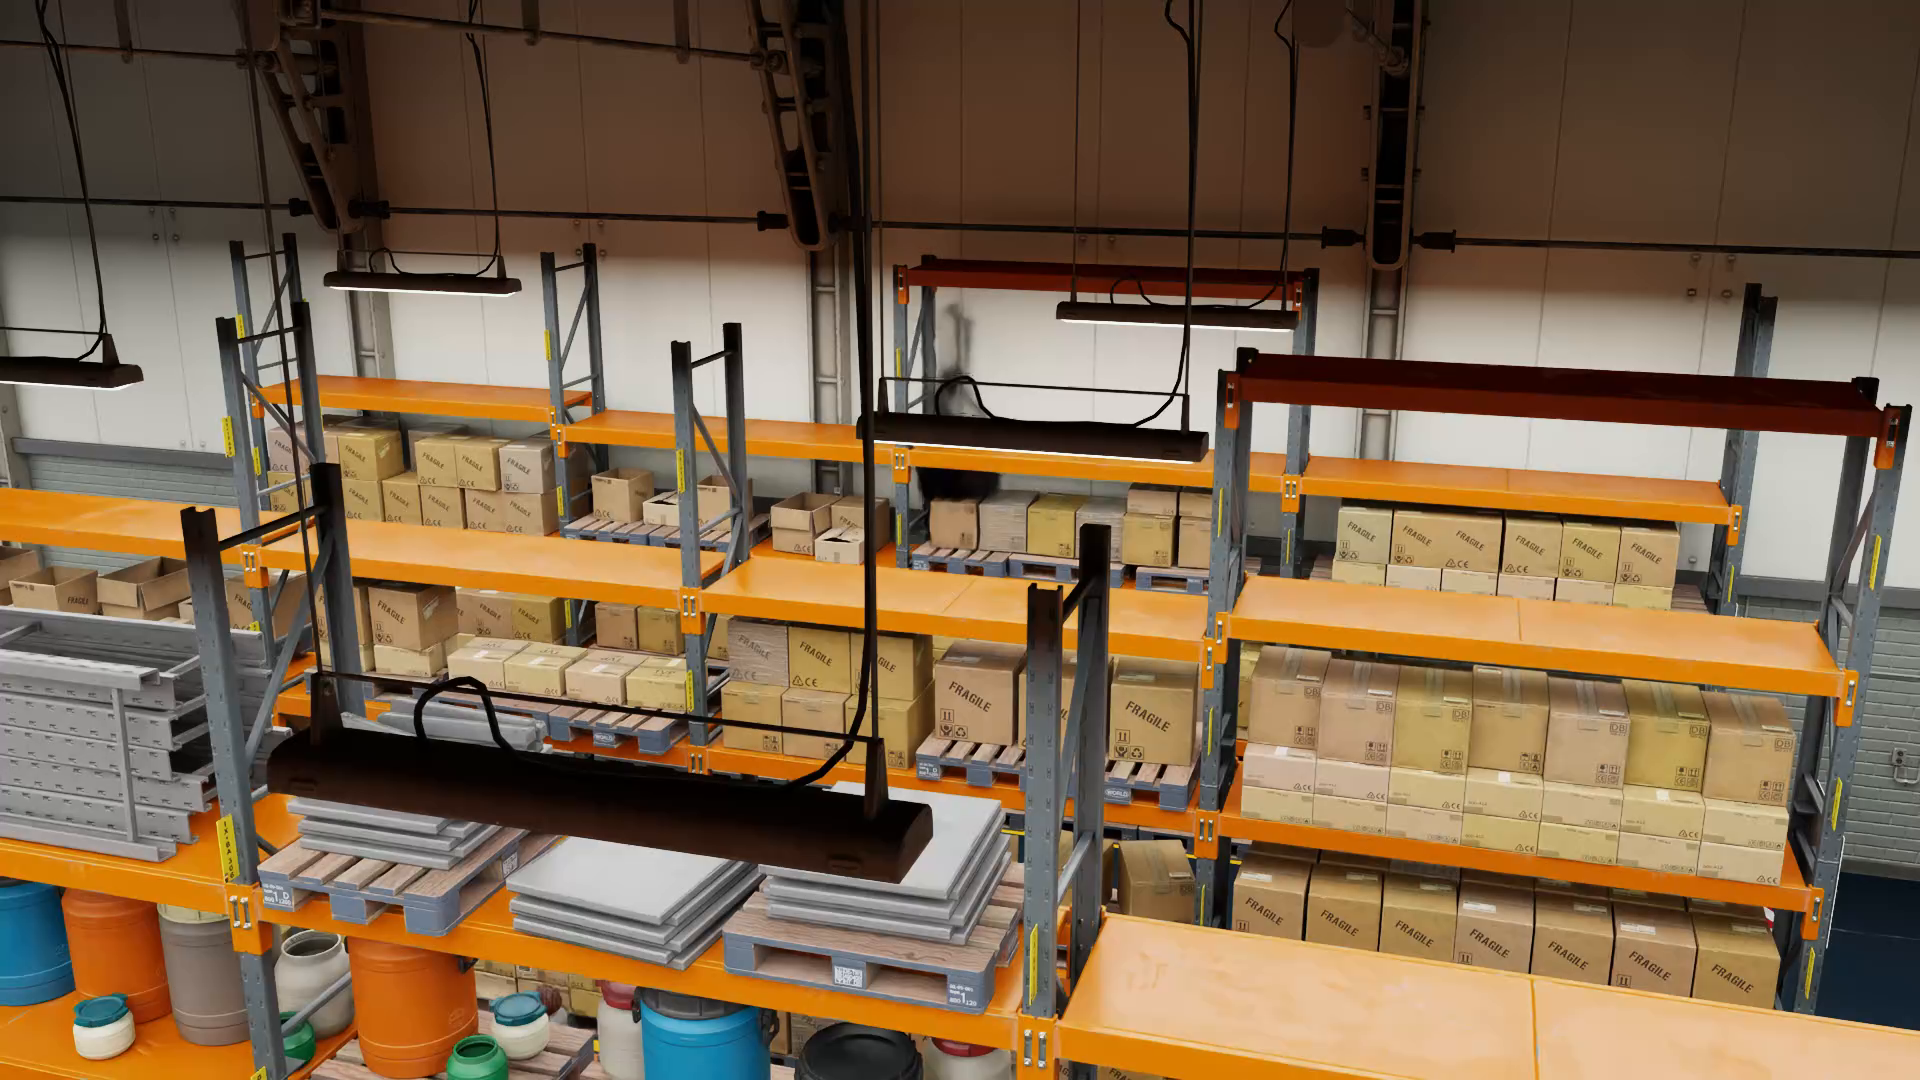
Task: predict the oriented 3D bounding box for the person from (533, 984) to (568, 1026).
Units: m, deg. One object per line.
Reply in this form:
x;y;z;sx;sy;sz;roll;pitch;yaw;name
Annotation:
-2.951;3.972;12.092;0.804;1.628;0.548;4;17;14;person
